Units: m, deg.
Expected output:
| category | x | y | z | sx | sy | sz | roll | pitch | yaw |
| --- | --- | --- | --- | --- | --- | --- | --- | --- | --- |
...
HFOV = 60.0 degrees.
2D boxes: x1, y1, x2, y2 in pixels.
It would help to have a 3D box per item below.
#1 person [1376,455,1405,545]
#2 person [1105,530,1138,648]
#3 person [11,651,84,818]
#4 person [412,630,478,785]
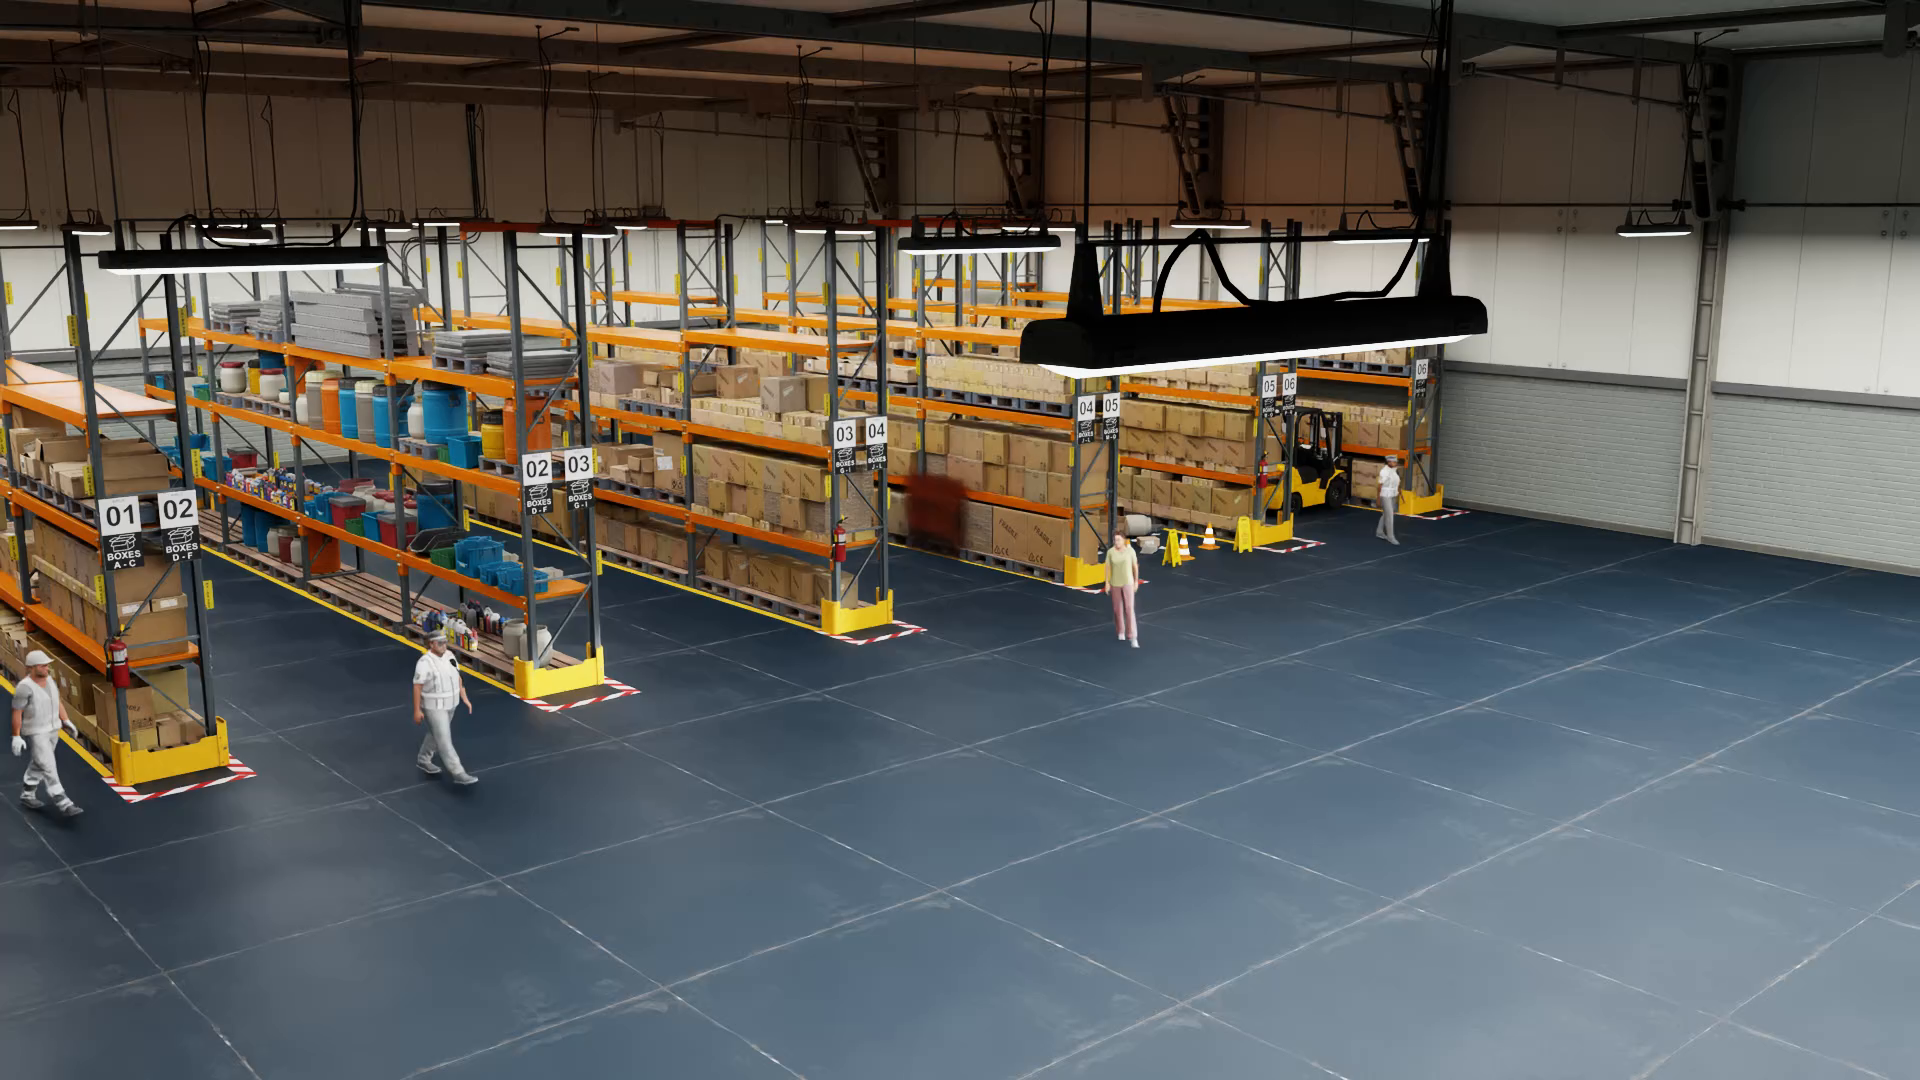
| category | x | y | z | sx | sy | sz | roll | pitch | yaw |
| --- | --- | --- | --- | --- | --- | --- | --- | --- | --- |
| person | 8.189 | -0.794 | 31.621 | 0.507 | 1.694 | 0.649 | -10 | 15 | -40 |
| person | 2.375 | 0.687 | 24.254 | 0.562 | 1.669 | 0.717 | 3 | 12 | 13 |
| person | -9.525 | 2.012 | 17.367 | 1.026 | 1.735 | 0.610 | 3 | 12 | 13 |
| person | -5.683 | 1.817 | 18.401 | 1.054 | 1.706 | 0.574 | 4 | 12 | 21 |
